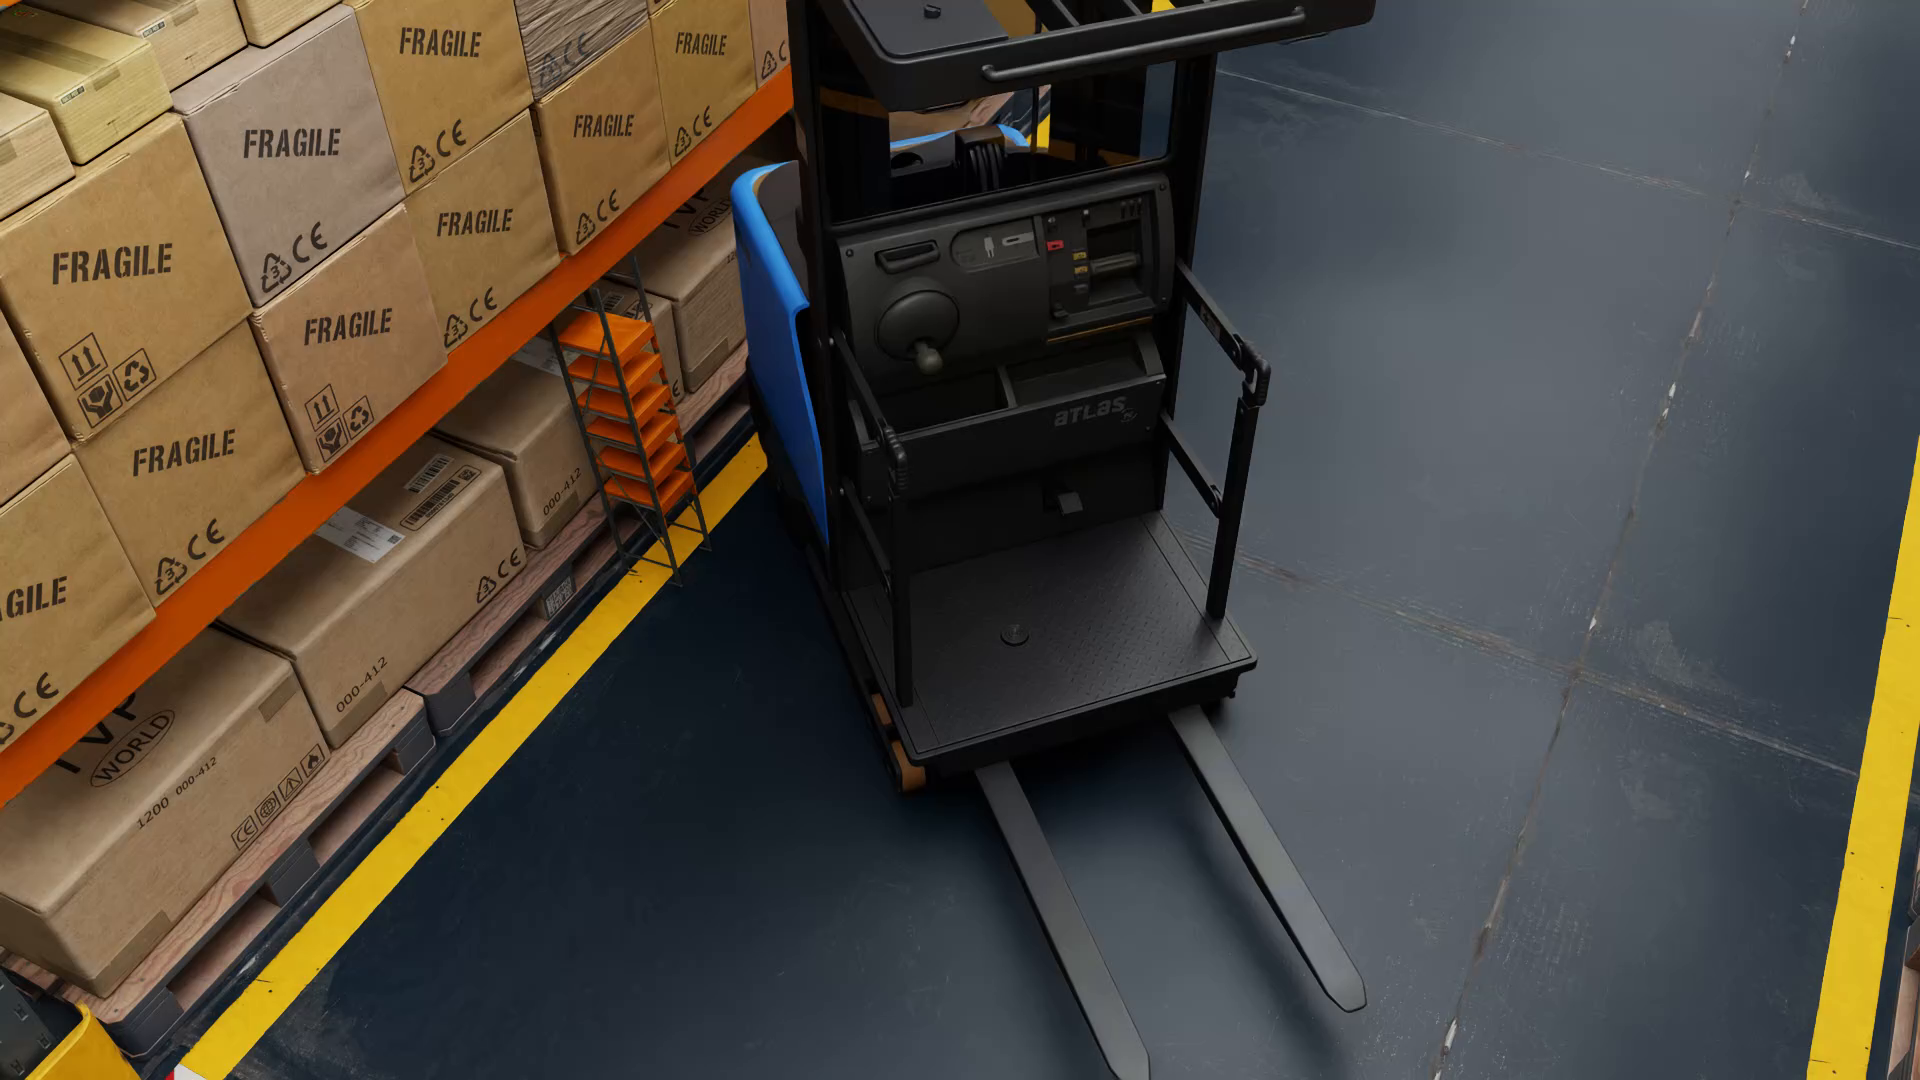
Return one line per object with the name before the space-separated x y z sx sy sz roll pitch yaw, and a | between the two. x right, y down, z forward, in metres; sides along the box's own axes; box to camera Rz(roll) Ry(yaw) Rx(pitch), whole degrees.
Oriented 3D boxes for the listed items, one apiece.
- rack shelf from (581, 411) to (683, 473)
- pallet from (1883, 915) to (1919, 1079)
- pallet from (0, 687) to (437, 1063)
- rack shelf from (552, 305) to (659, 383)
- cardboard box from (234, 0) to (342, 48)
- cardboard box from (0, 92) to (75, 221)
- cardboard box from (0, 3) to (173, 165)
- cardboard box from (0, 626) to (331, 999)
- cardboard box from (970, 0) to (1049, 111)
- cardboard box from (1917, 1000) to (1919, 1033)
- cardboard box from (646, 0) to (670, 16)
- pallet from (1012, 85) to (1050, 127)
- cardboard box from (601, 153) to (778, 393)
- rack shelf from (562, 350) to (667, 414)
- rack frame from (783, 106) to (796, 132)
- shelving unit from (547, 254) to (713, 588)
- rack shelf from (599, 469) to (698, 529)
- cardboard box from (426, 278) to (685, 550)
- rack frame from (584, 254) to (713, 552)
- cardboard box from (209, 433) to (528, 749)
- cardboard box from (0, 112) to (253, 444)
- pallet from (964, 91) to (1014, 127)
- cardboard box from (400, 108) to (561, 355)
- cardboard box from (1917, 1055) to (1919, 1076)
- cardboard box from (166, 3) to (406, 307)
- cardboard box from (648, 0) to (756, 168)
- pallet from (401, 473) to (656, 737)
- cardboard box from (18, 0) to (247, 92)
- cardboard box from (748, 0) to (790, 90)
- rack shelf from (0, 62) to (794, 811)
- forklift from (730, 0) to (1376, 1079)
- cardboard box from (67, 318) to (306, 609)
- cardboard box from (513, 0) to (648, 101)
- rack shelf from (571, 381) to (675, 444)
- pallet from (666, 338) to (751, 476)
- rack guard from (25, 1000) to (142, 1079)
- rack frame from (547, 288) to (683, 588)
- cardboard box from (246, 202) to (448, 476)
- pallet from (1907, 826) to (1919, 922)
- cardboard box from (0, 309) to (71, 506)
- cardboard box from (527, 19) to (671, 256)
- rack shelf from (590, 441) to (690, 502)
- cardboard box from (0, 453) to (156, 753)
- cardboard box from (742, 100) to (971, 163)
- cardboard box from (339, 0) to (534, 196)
rack shelf | -1.042 -0.335 5.283 0.258 0.103 0.180 16 48 23
pallet | 2.824 1.556 4.064 1.003 0.211 1.213 20 49 19
pallet | -2.317 0.769 4.842 1.003 0.211 1.213 20 49 19
rack shelf | -1.073 -0.596 5.038 0.258 0.103 0.180 16 48 23
cardboard box | -1.593 -1.241 3.638 0.380 0.149 0.250 21 49 19
cardboard box | -1.928 -0.743 3.146 0.380 0.149 0.250 22 49 20
cardboard box | -1.821 -0.915 3.316 0.380 0.149 0.250 19 48 18
cardboard box | -2.401 0.623 4.532 0.875 0.438 0.875 19 48 18
cardboard box | -0.132 -2.591 7.400 0.875 0.875 0.875 22 49 20
cardboard box | 2.650 1.178 4.186 0.380 0.149 0.250 19 48 18
cardboard box | -0.979 -1.883 4.728 0.500 0.500 0.500 20 49 18
pallet | 0.095 -2.504 8.076 1.003 0.211 1.213 20 49 19
cardboard box | -1.148 -1.088 6.223 0.875 0.438 0.875 20 49 19
rack shelf | -1.063 -0.509 5.119 0.258 0.103 0.180 16 48 23
rack frame | -0.762 -2.201 5.817 1.000 3.000 0.127 20 49 19
shelving unit | -1.046 -0.367 5.253 0.258 1.200 0.189 16 48 23
rack shelf | -1.021 -0.160 5.447 0.258 0.103 0.180 16 48 23
cardboard box | -1.563 -0.524 5.665 0.875 0.438 0.875 19 48 18
rack frame | -1.004 -0.425 5.310 0.240 1.200 0.006 16 48 23
cardboard box | -1.983 0.043 5.104 0.875 0.438 0.875 22 49 20
cardboard box | -1.910 -0.604 3.465 0.500 0.500 0.500 19 48 18
pallet | -0.470 -1.732 7.314 1.003 0.211 1.213 20 49 19
cardboard box | -1.461 -0.888 4.448 0.500 0.500 0.500 22 49 20
cardboard box | 2.512 1.216 3.939 0.380 0.149 0.250 21 49 19
cardboard box | -1.678 -0.931 3.788 0.500 0.500 0.500 20 49 19
cardboard box | -0.984 -1.534 5.087 0.500 0.500 0.500 19 48 18
pallet | -1.749 0.003 5.598 1.003 0.211 1.213 20 49 19
cardboard box | -1.746 -1.098 3.496 0.380 0.149 0.250 21 49 19
cardboard box | -0.750 -1.860 5.409 0.500 0.500 0.500 21 49 19
rack shelf | -1.690 -0.689 4.827 1.077 0.370 4.000 20 49 19
forklift | 0.213 -0.612 4.294 1.130 2.935 3.031 -14 47 -14
cardboard box | -1.931 -0.252 3.820 0.500 0.500 0.500 20 49 19
cardboard box | -1.207 -1.559 4.408 0.500 0.500 0.500 21 49 20
rack shelf | -1.052 -0.422 5.201 0.258 0.103 0.180 16 48 23
pallet | -1.184 -0.768 6.361 1.003 0.211 1.213 20 49 19
rack guard | -2.630 1.212 4.200 1.175 0.500 0.348 20 49 19
rack frame | -1.087 -0.308 5.196 0.240 1.200 0.006 16 48 23
cardboard box | -1.679 -0.567 4.131 0.500 0.500 0.500 20 49 19
pallet | 3.389 0.784 4.827 1.003 0.211 1.213 20 49 19
cardboard box | -2.143 -0.277 3.141 0.500 0.500 0.500 19 48 18
cardboard box | -1.205 -1.213 4.769 0.500 0.500 0.500 20 49 18
rack shelf | -1.031 -0.248 5.365 0.258 0.103 0.180 16 48 23
cardboard box | -2.141 0.076 3.496 0.500 0.500 0.500 20 49 19
cardboard box | -0.545 -2.019 6.835 0.875 0.875 0.875 22 49 20
cardboard box | -1.447 -1.246 4.099 0.500 0.500 0.500 21 49 19
